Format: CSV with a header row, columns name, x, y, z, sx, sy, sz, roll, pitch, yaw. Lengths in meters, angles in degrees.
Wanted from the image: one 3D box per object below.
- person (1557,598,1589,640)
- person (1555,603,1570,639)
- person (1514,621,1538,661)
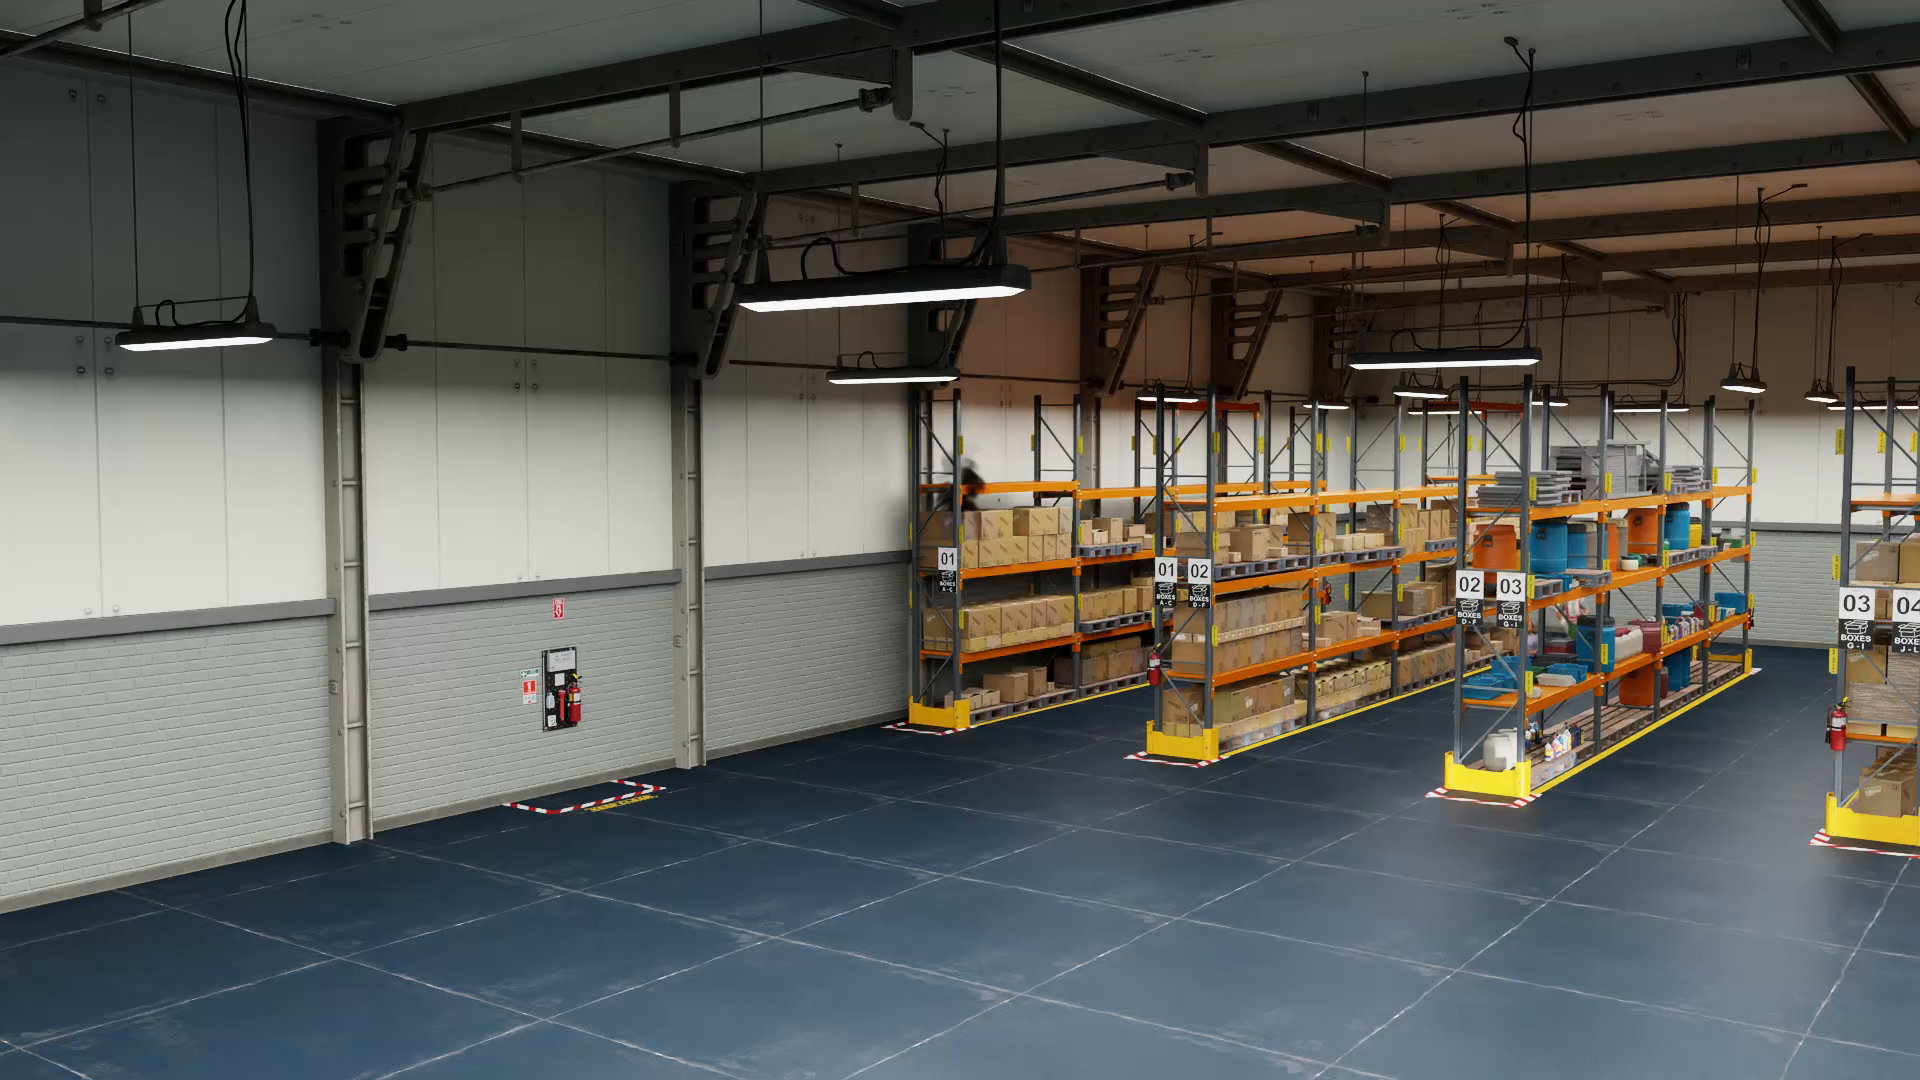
name,x,y,z,sx,sy,sz,roll,pitch,yaw
person,14.175,1.944,38.449,0.708,1.717,0.630,1,3,16
person,14.481,1.967,39.452,0.608,1.594,0.526,-1,4,-22
person,10.781,2.363,31.595,0.610,1.657,0.915,2,4,36
